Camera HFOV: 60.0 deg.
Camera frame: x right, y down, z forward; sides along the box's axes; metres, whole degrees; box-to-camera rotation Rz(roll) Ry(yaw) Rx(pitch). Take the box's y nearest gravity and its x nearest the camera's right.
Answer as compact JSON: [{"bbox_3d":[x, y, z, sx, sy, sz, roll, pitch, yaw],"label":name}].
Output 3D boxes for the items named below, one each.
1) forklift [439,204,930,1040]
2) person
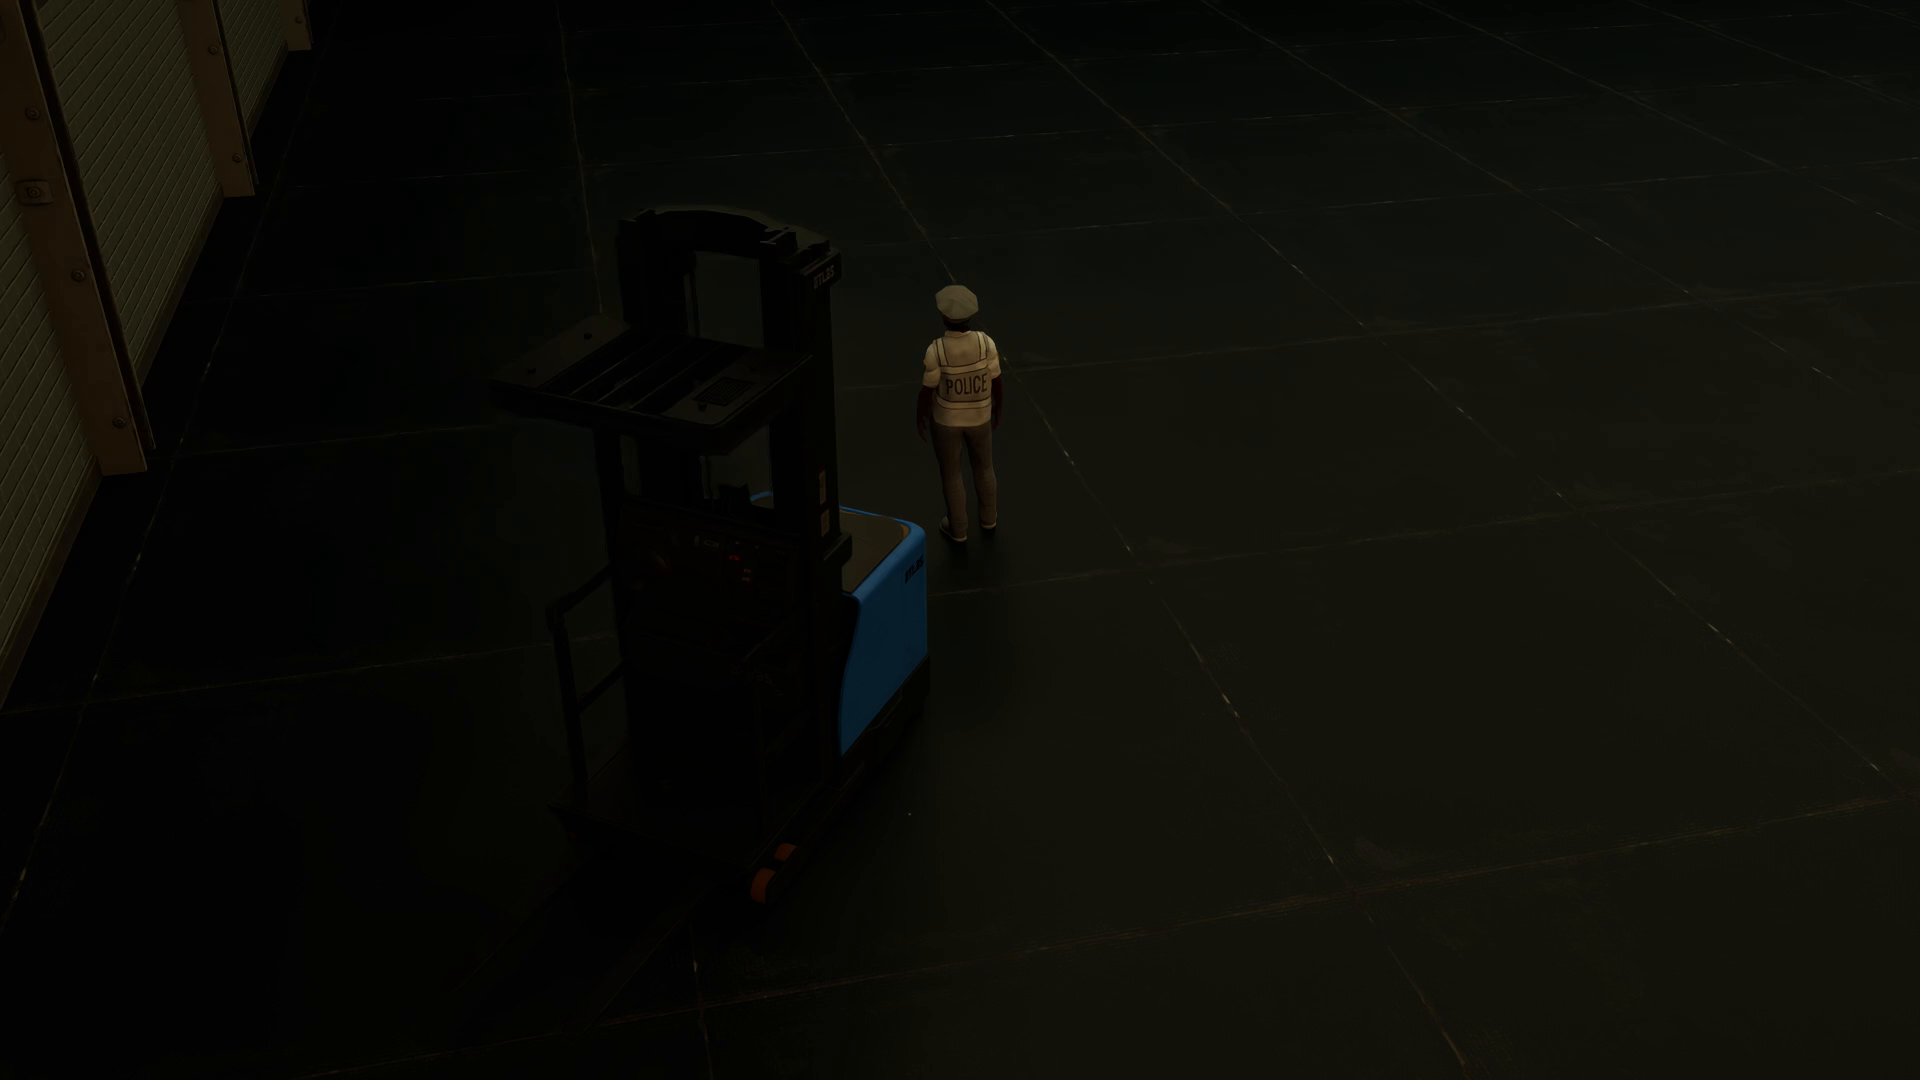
[{"bbox_3d":[-1.225,0.154,7.308,1.130,2.935,3.031,13,32,21],"label":"forklift"},{"bbox_3d":[0.002,-0.779,10.139,0.569,1.695,0.528,-7,31,-12],"label":"person"}]
